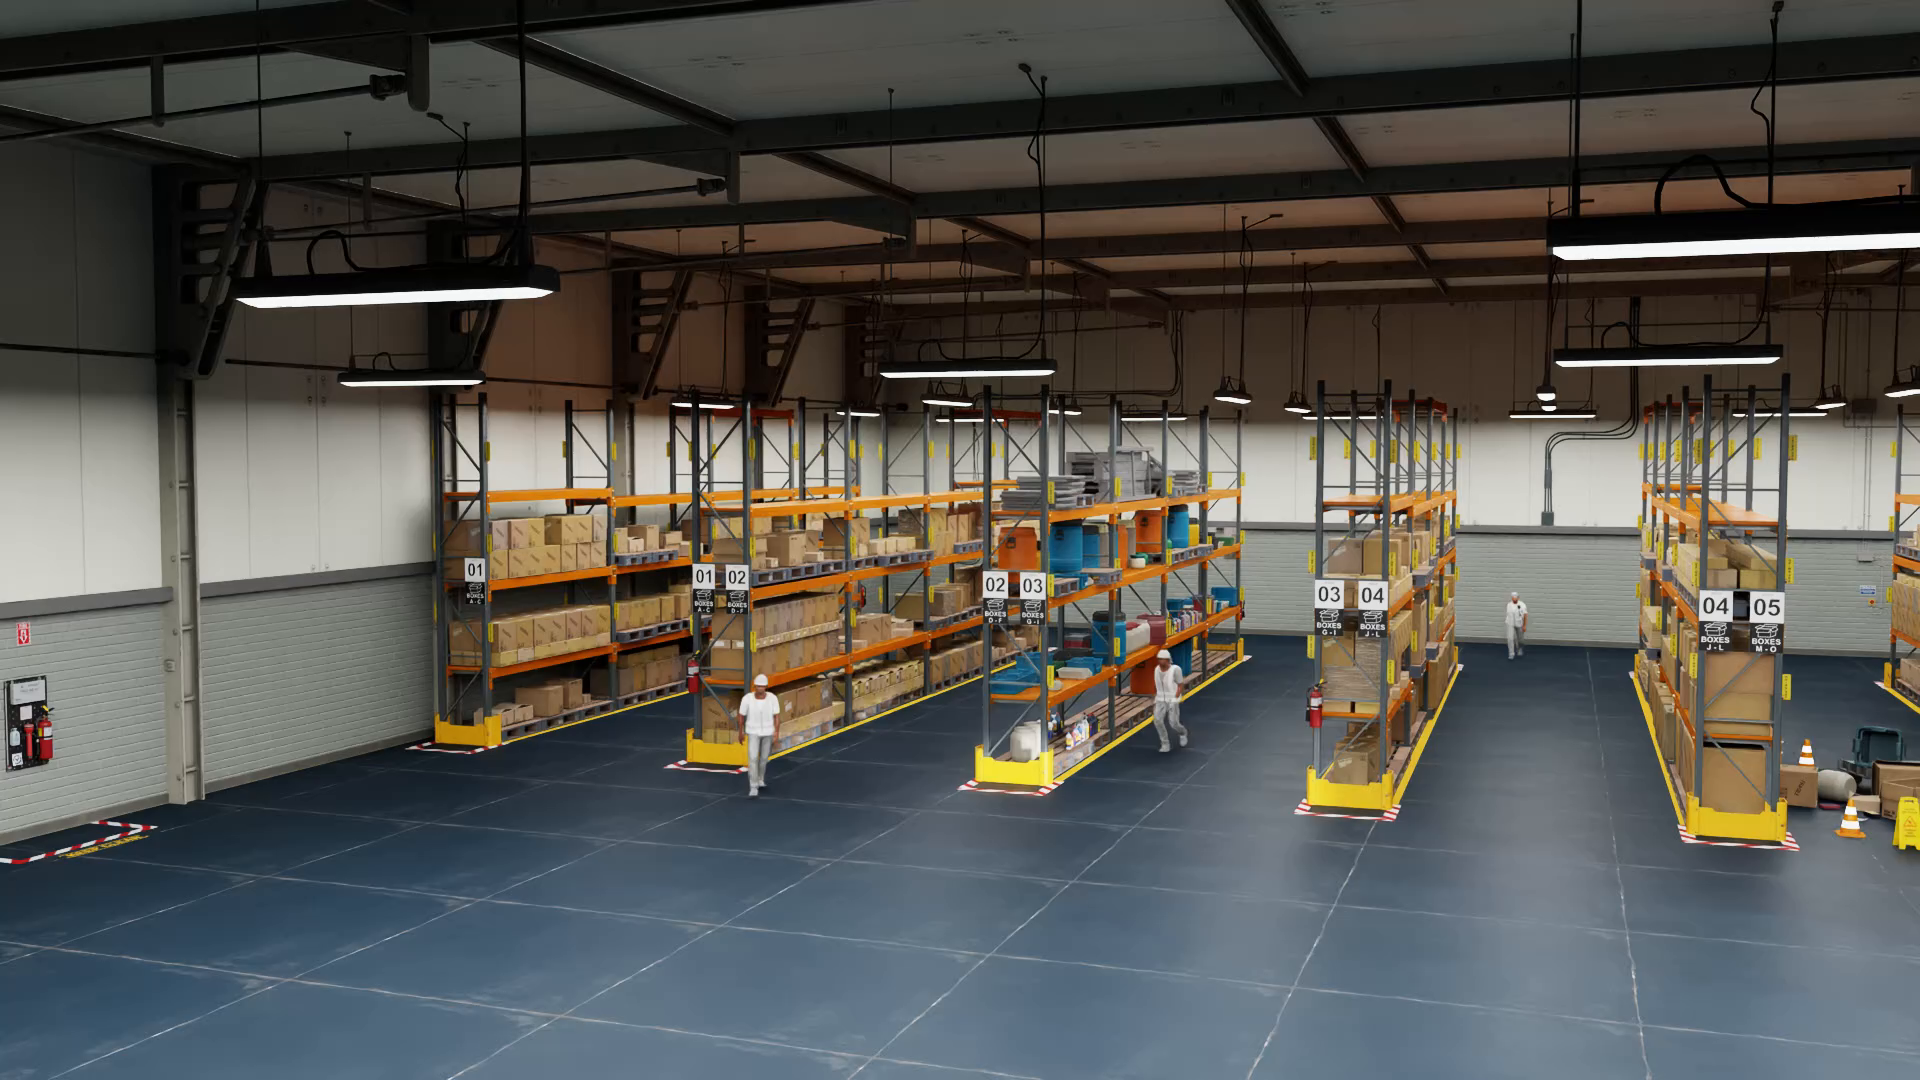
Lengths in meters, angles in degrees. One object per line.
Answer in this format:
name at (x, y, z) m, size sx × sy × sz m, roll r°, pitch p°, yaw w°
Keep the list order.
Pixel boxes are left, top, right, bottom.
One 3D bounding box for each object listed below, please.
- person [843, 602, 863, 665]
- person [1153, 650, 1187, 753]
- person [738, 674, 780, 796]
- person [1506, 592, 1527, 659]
person at (-2.282, 2.083, 35.558) m, size 0.621 × 1.547 × 0.794 m, roll 0°, pitch 3°, yaw 3°
person at (3.499, 2.674, 27.890) m, size 0.607 × 1.696 × 0.798 m, roll 2°, pitch 4°, yaw 34°
person at (-2.916, 2.819, 24.313) m, size 0.591 × 1.710 × 0.996 m, roll -1°, pitch 3°, yaw -21°
person at (13.421, 2.043, 40.119) m, size 0.496 × 1.618 × 0.838 m, roll 1°, pitch 3°, yaw 18°
